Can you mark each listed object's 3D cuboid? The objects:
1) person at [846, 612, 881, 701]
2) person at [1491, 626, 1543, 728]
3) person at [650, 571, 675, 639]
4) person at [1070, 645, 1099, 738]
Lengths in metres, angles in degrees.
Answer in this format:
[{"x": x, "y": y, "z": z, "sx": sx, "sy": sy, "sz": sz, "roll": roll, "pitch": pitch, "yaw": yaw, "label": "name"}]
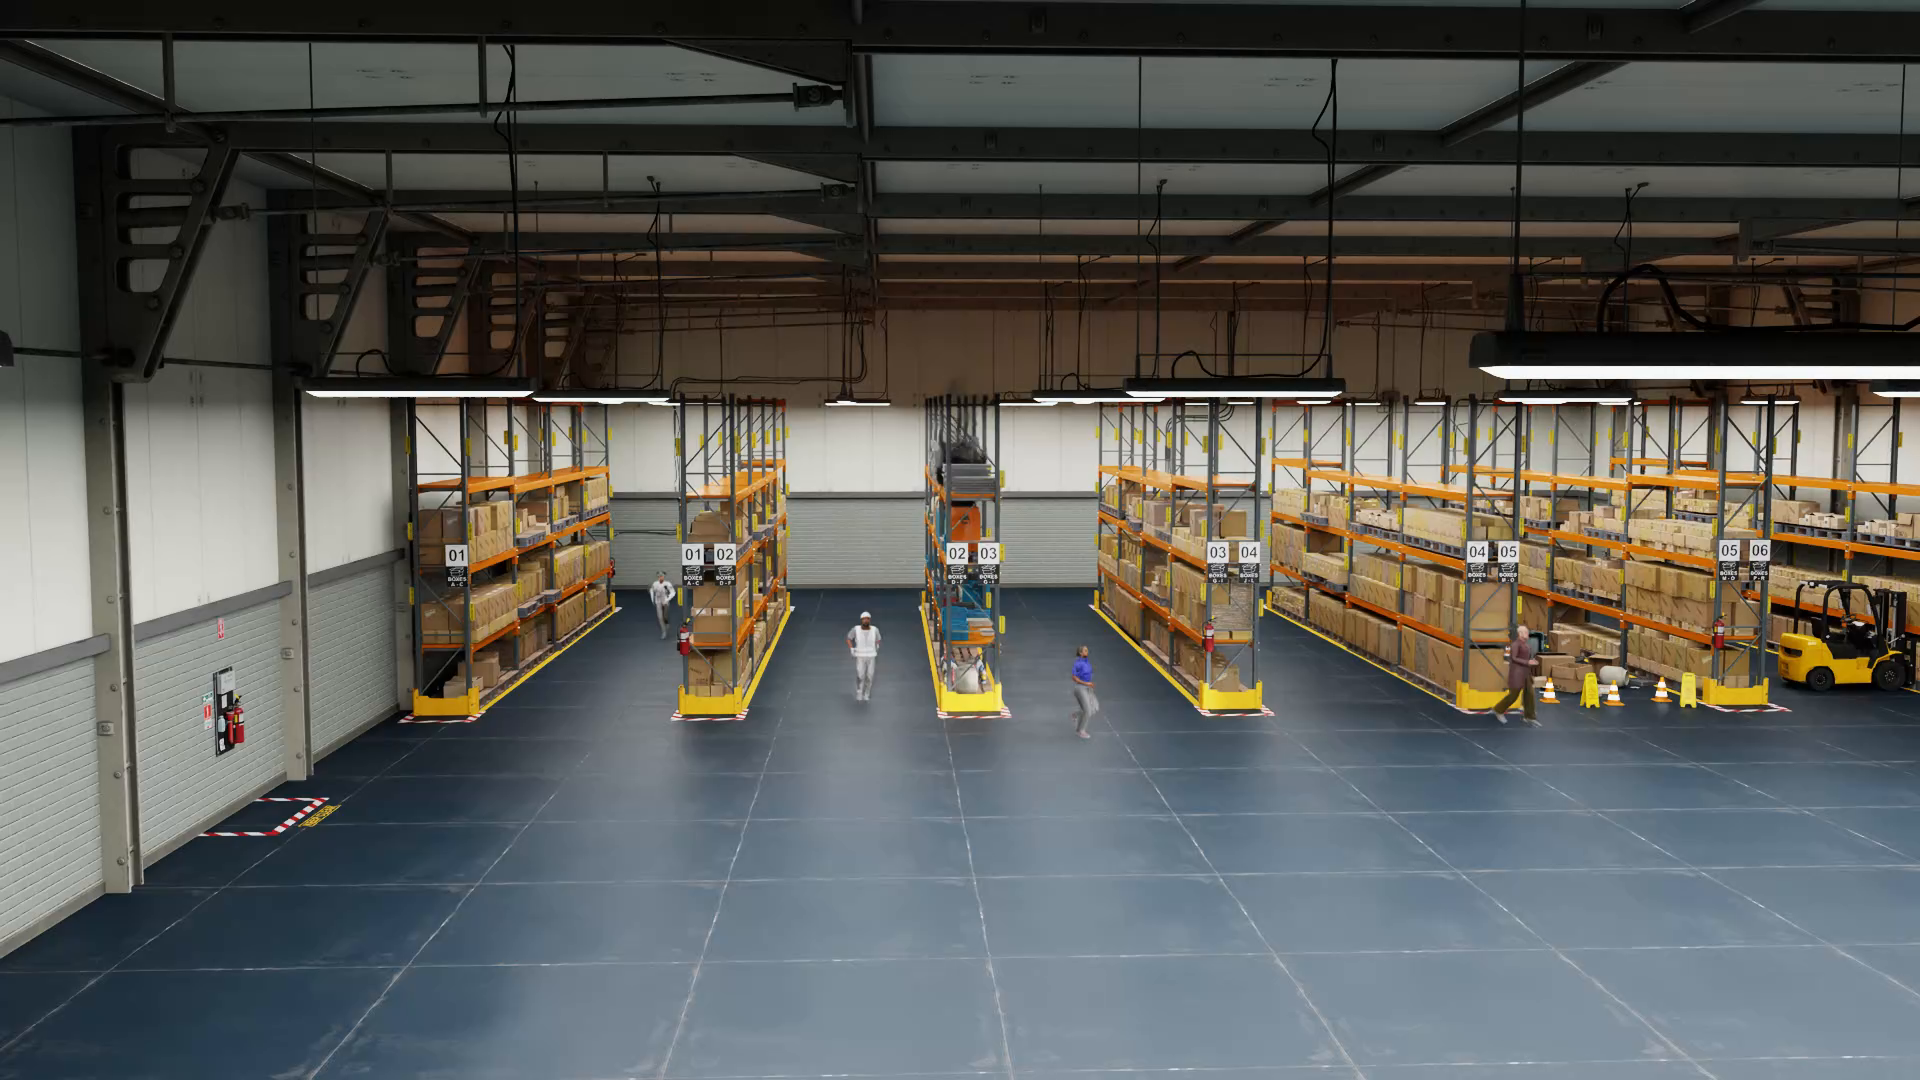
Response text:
[{"x": -1.839, "y": 2.282, "z": 32.364, "sx": 0.668, "sy": 1.749, "sz": 0.620, "roll": -1, "pitch": 5, "yaw": -14, "label": "person"}, {"x": 10.093, "y": 2.460, "z": 30.057, "sx": 0.920, "sy": 1.830, "sz": 0.736, "roll": 4, "pitch": 6, "yaw": 41, "label": "person"}, {"x": -7.470, "y": 1.602, "z": 41.753, "sx": 0.640, "sy": 1.685, "sz": 0.859, "roll": 0, "pitch": 5, "yaw": -3, "label": "person"}, {"x": 2.158, "y": 2.635, "z": 29.014, "sx": 0.515, "sy": 1.618, "sz": 0.629, "roll": 2, "pitch": 5, "yaw": 25, "label": "person"}]
